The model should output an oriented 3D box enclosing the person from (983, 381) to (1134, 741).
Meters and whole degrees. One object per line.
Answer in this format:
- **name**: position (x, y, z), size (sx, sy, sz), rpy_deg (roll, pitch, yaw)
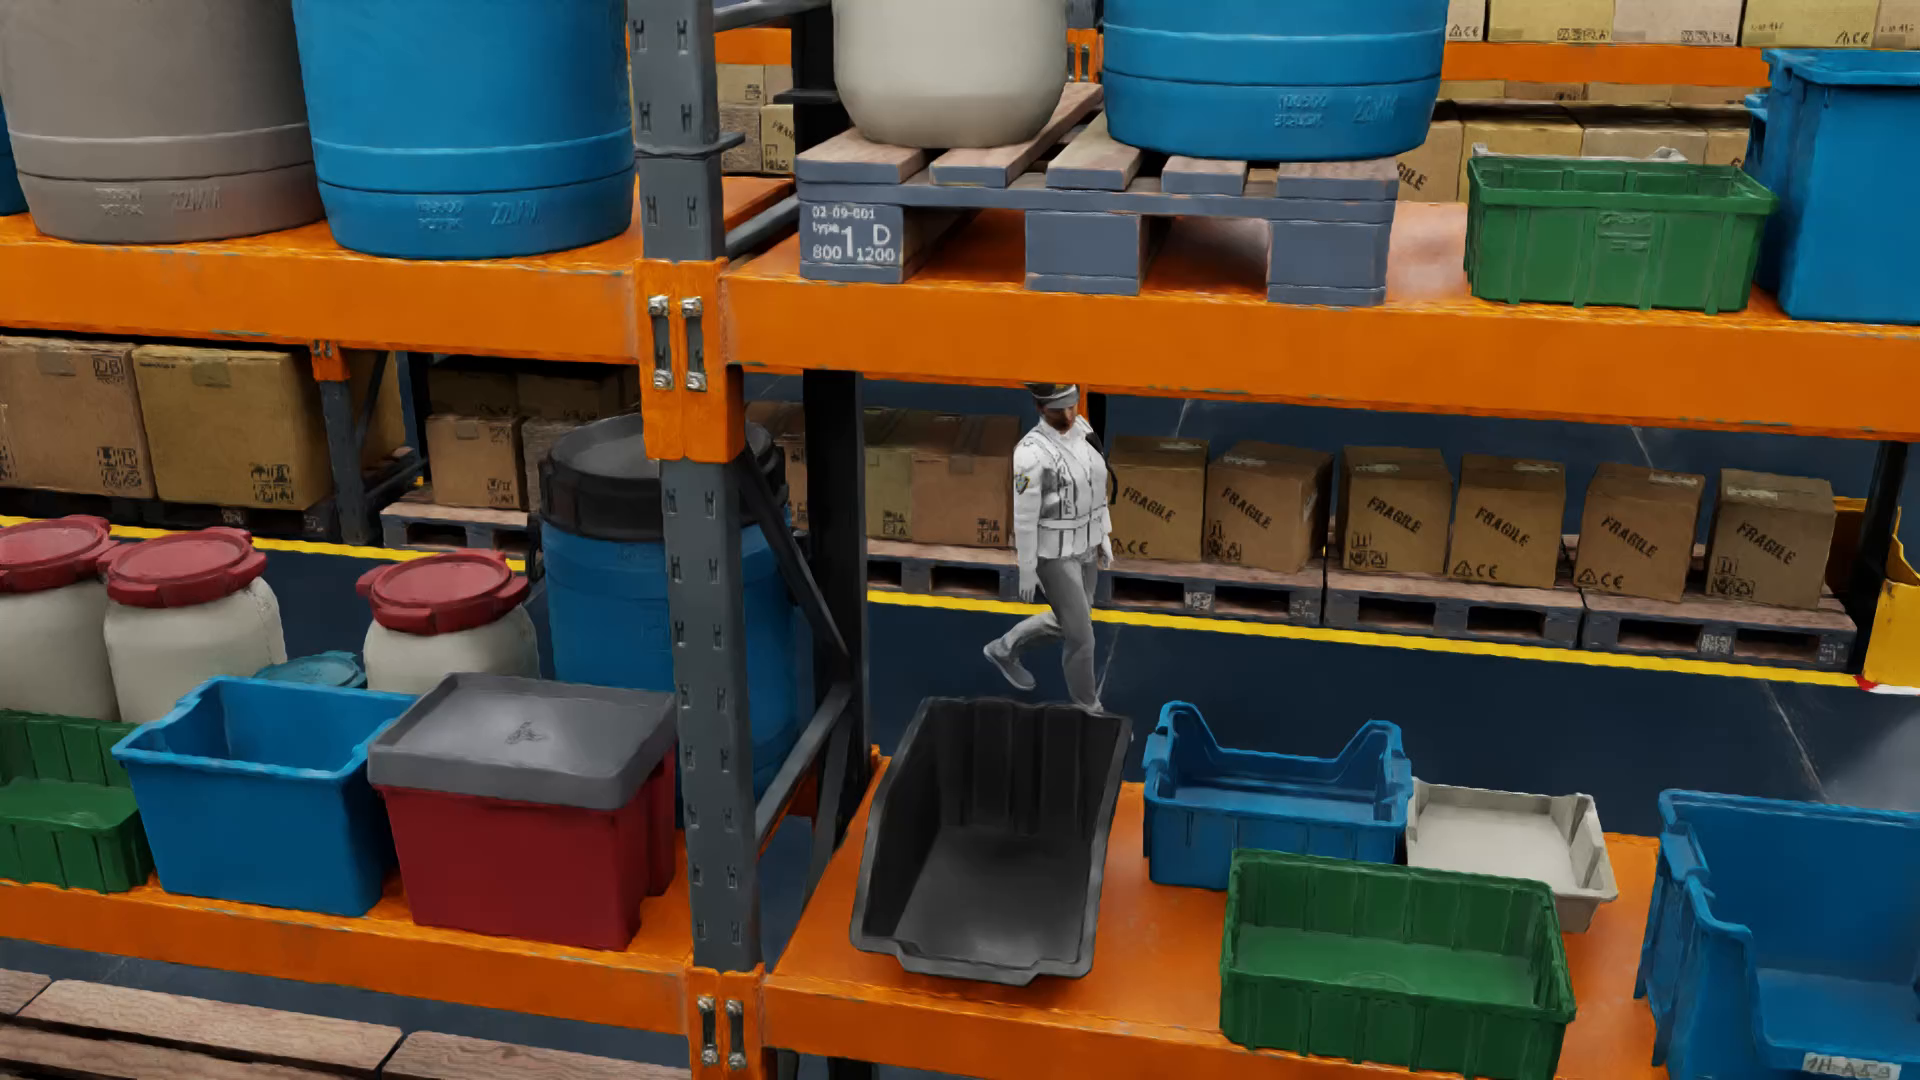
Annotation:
- **person**: position (0.415, 0.035, 6.979), size (0.792, 1.636, 0.515), rpy_deg (15, 26, 33)
